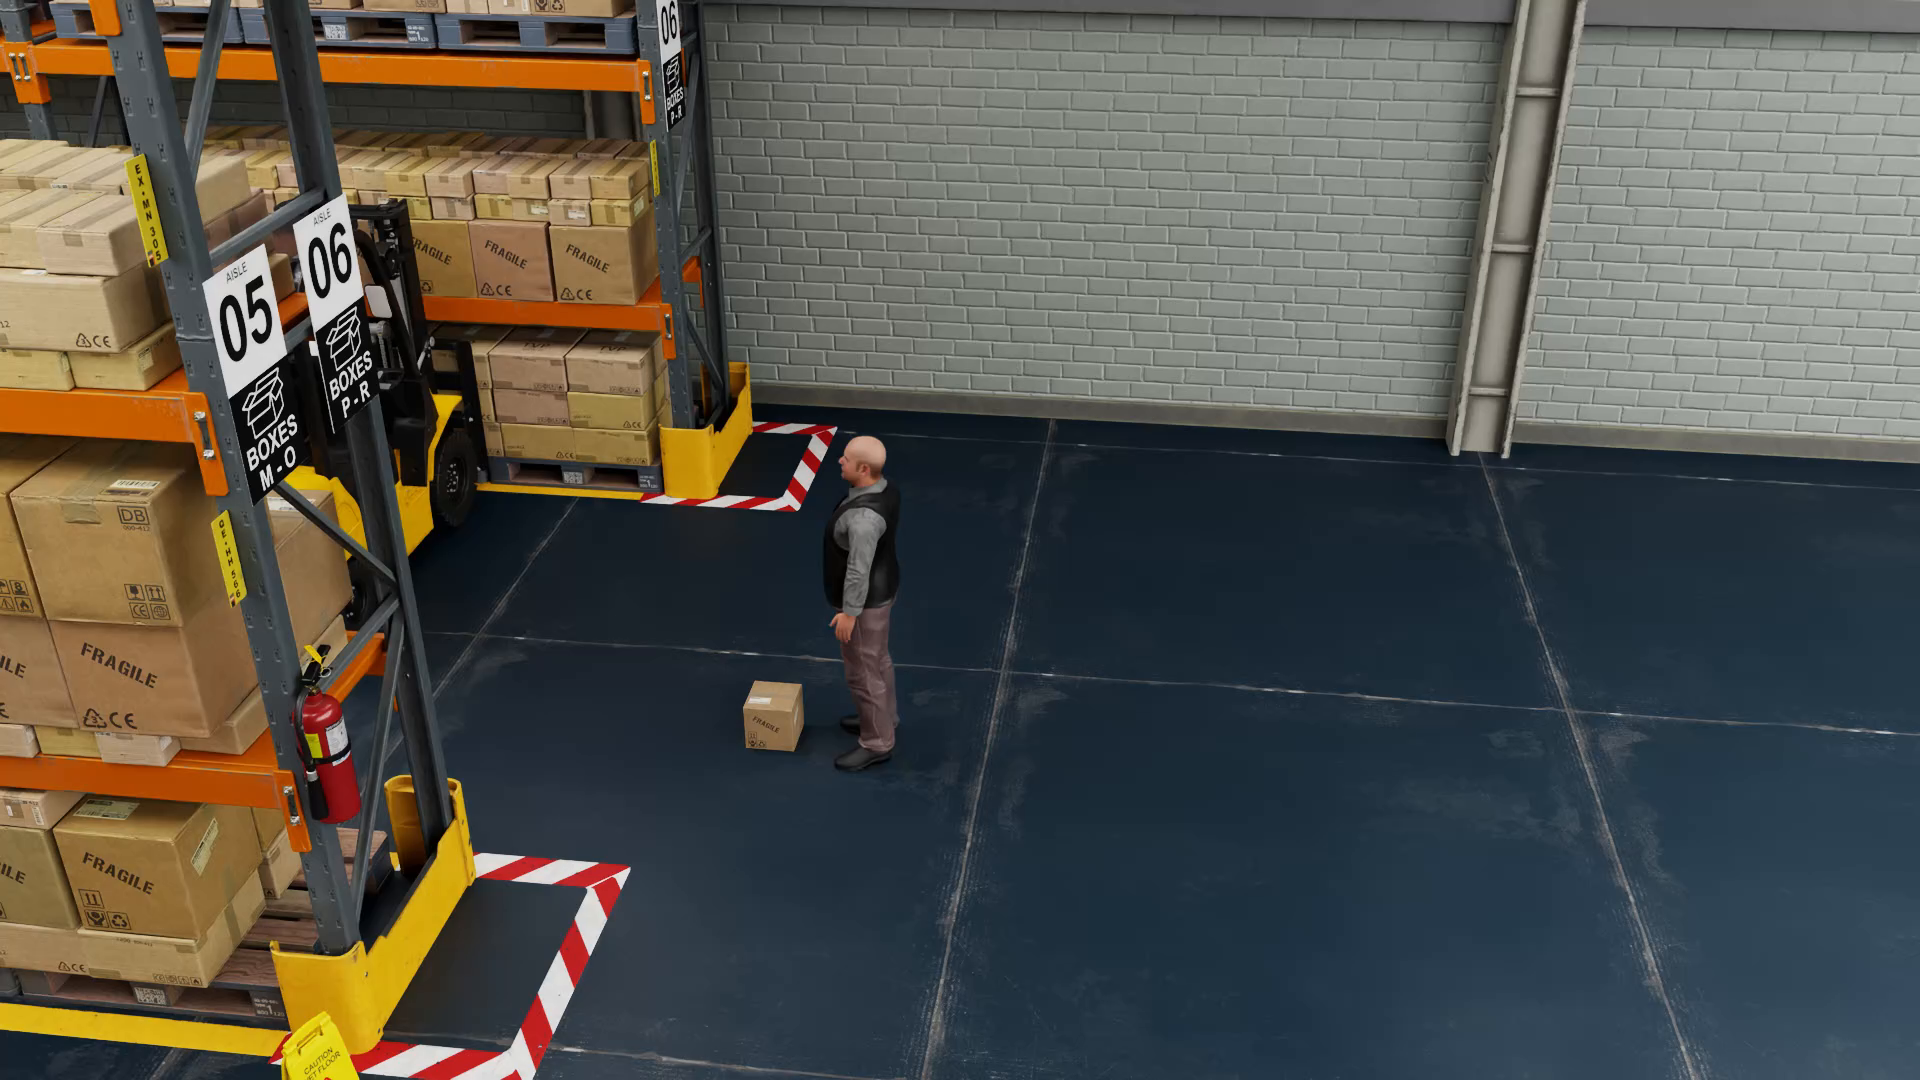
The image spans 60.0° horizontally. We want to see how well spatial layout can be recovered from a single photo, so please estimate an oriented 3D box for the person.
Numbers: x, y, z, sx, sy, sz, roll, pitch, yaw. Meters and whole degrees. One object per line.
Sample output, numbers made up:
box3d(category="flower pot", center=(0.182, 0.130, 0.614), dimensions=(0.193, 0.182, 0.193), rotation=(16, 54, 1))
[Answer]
box3d(category="person", center=(-0.477, 0.331, 8.133), dimensions=(0.355, 1.657, 0.539), rotation=(4, 28, 8))
